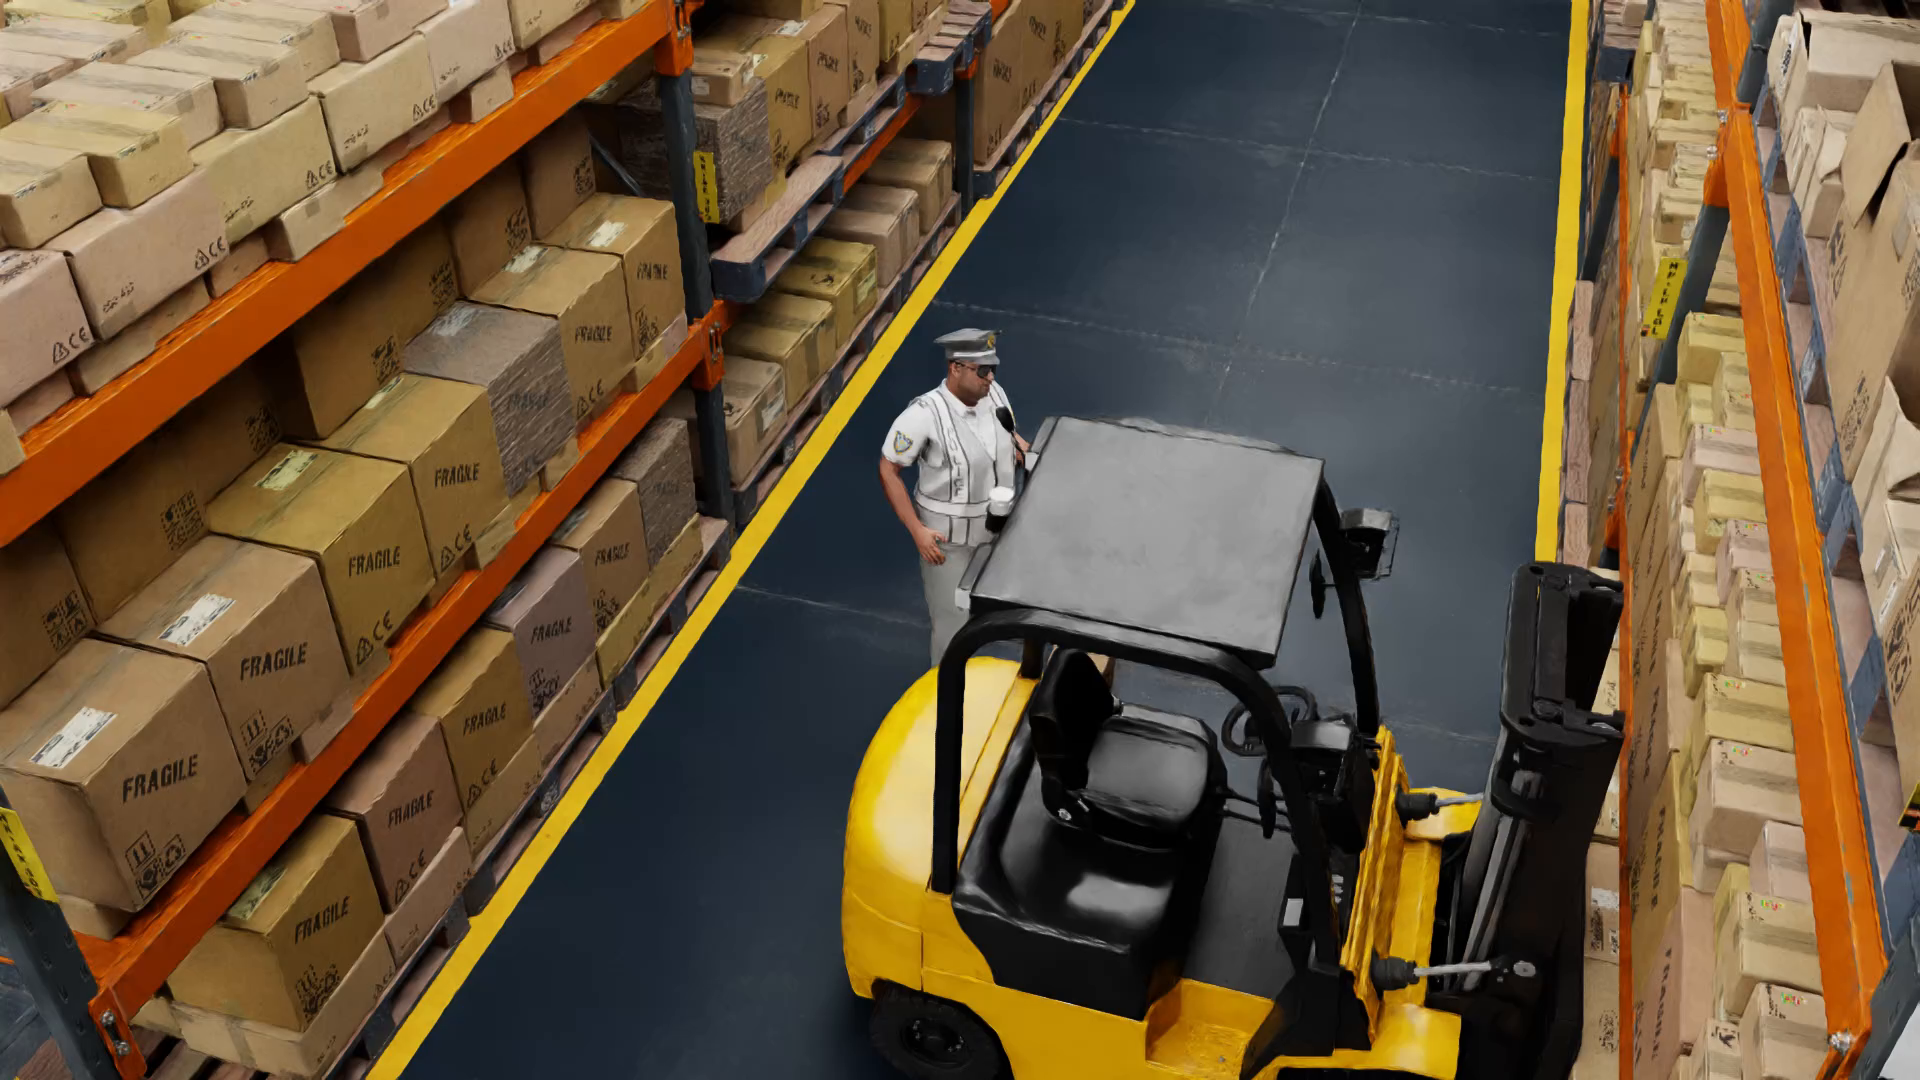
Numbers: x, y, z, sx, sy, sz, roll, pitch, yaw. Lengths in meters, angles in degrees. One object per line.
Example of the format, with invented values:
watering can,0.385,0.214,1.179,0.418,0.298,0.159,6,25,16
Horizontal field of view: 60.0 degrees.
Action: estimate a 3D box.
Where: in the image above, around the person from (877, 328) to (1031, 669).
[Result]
person,0.098,-0.004,6.901,0.734,1.792,0.768,-30,46,-34
